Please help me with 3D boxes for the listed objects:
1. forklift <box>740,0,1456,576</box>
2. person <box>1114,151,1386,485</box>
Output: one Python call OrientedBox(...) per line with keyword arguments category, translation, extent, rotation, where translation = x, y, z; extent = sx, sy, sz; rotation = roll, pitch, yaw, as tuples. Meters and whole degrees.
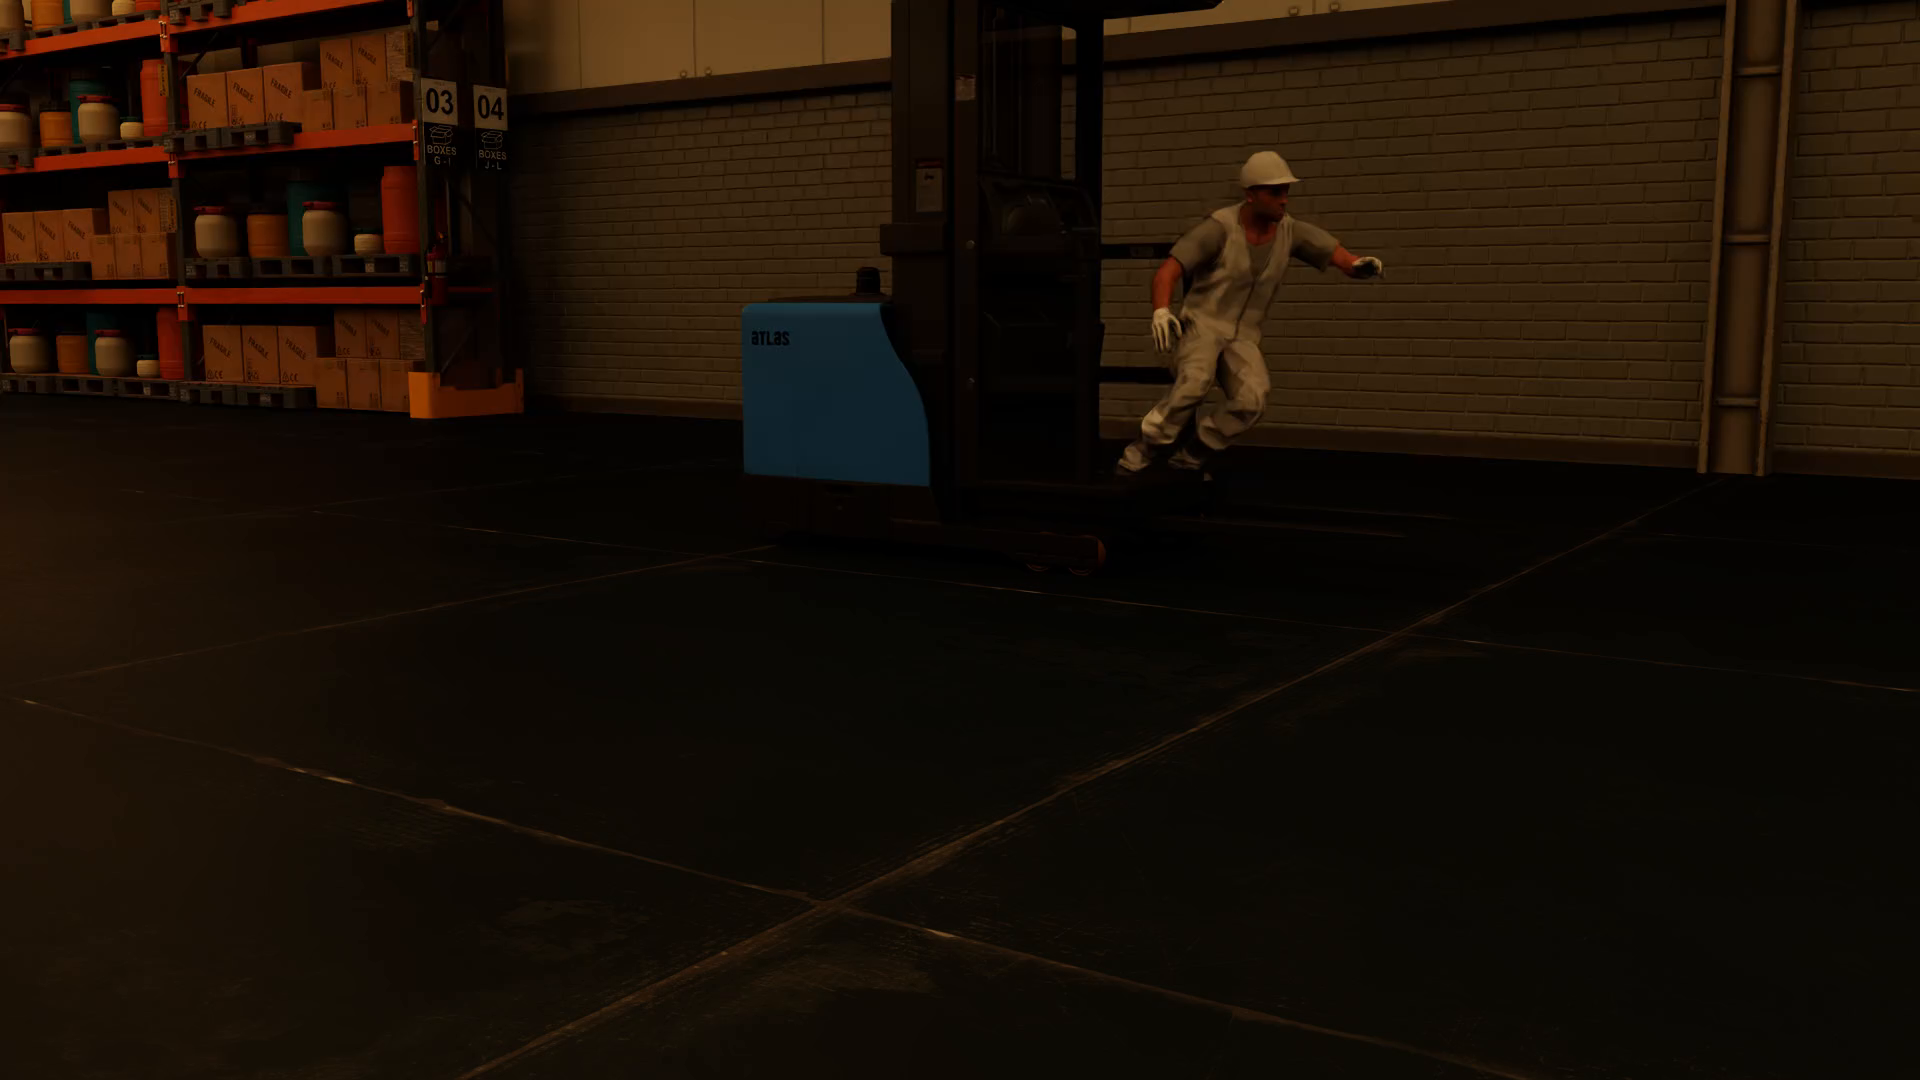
OrientedBox(category="forklift", translation=(0.526, -1.393, 6.986), extent=(3.031, 2.935, 1.130), rotation=(5, 10, 32))
OrientedBox(category="person", translation=(1.152, -0.895, 6.953), extent=(1.123, 1.432, 0.930), rotation=(-4, 9, -24))
